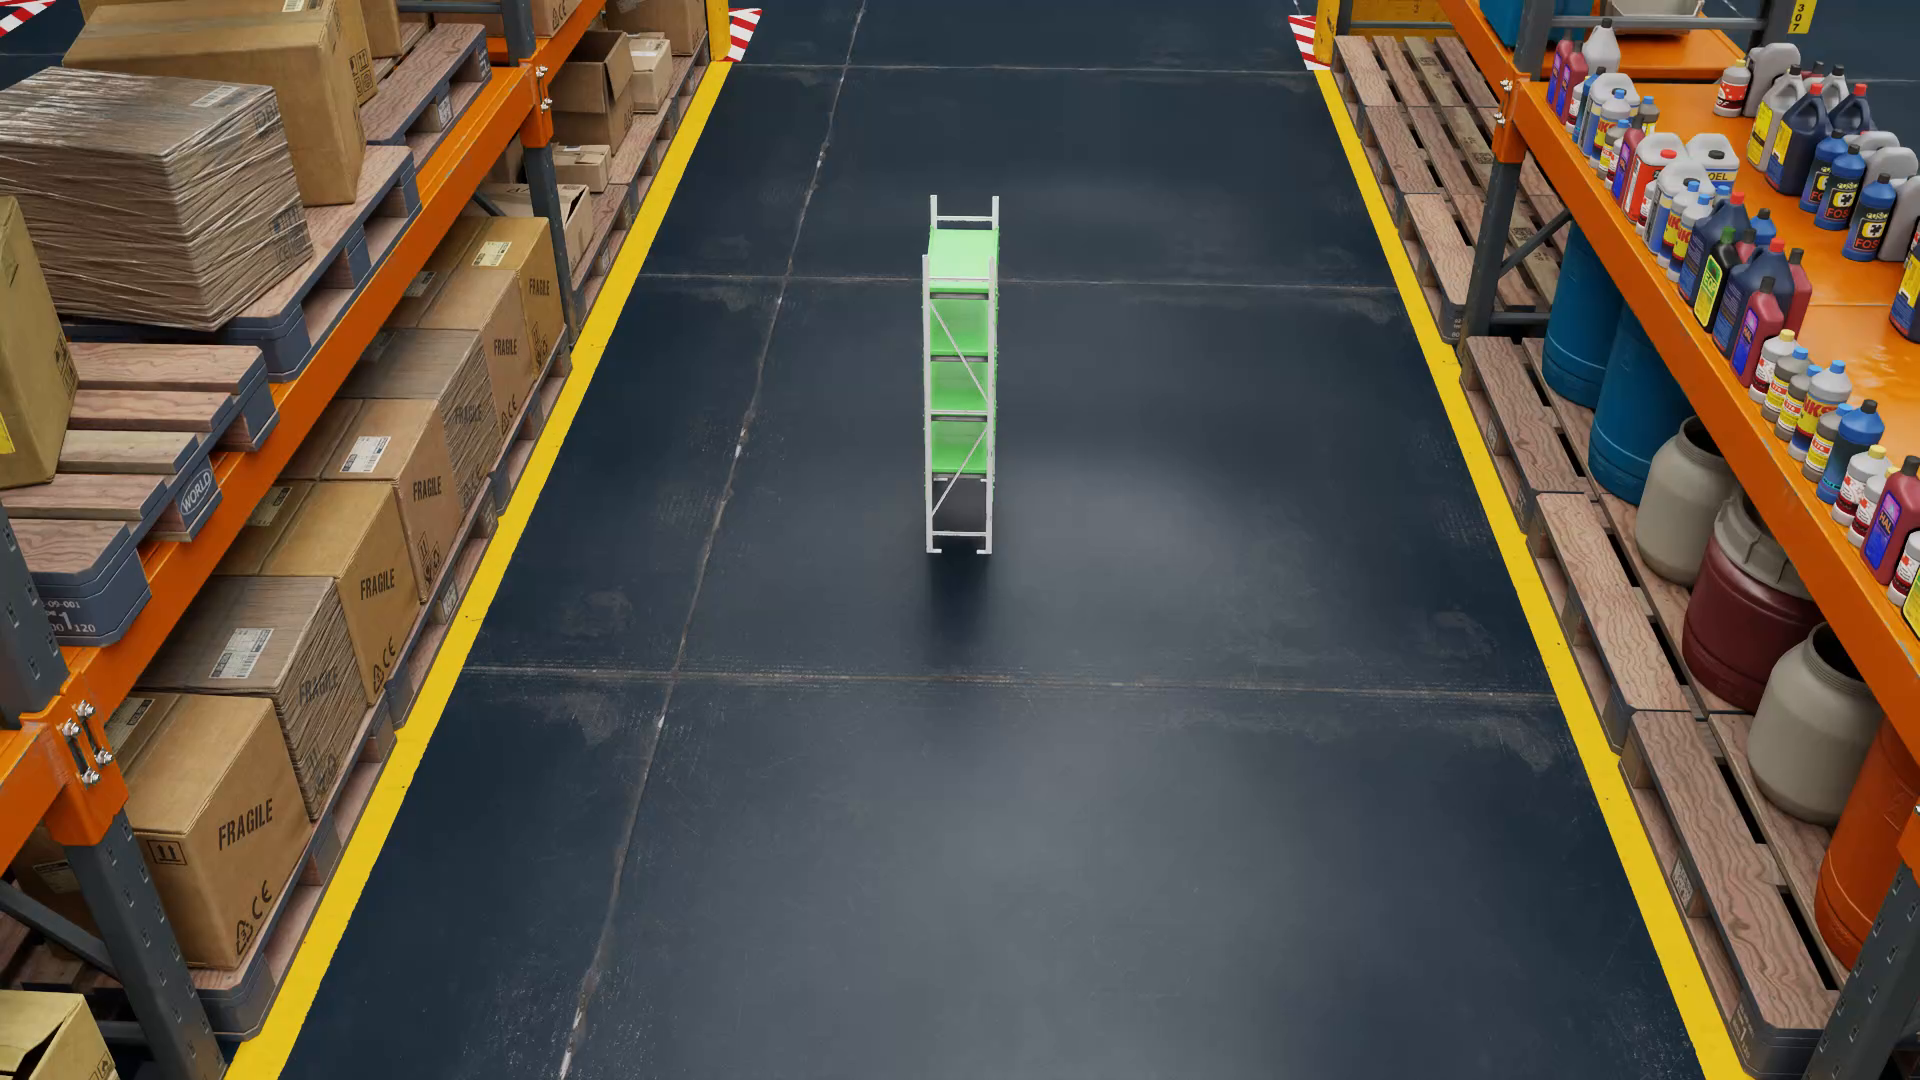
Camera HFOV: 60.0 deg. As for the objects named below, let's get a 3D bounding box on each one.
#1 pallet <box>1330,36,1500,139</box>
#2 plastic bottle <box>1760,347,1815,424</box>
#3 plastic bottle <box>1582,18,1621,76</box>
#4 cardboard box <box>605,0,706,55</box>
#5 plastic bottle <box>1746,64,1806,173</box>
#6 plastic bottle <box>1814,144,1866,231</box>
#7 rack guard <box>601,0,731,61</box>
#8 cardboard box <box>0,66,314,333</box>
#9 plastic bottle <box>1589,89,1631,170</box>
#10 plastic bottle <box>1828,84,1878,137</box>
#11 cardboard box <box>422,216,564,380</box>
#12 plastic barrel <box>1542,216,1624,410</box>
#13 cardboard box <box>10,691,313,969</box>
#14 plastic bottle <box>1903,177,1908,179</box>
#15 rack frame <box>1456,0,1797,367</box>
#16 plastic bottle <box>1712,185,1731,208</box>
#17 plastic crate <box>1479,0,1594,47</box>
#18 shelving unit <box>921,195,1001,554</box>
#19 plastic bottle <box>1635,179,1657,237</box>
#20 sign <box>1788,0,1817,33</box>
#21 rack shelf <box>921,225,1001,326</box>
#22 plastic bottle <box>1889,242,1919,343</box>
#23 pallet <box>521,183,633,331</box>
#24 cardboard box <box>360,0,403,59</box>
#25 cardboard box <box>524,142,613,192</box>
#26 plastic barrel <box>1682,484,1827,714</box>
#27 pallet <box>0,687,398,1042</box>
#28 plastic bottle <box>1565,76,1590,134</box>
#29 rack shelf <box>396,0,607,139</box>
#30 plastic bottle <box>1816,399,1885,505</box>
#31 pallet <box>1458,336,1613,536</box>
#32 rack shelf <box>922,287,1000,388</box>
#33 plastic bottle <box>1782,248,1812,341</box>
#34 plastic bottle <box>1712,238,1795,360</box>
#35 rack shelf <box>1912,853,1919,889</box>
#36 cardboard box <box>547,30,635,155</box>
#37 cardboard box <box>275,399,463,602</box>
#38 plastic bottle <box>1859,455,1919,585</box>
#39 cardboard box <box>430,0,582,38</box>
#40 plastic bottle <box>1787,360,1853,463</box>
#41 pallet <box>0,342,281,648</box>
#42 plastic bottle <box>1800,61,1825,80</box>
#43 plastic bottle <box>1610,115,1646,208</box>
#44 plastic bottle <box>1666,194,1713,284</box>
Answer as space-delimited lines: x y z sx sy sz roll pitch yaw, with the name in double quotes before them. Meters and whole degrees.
"pallet" 2.804 -2.702 9.911 1.003 0.211 1.213 1 35 2
"plastic bottle" 2.200 -0.414 4.404 0.097 0.201 0.097 0 35 0
"plastic bottle" 2.375 -1.779 6.216 0.144 0.351 0.185 1 35 2
"cardboard box" -1.849 -3.271 10.087 0.500 0.500 0.500 1 35 2
"plastic bottle" 2.861 -1.465 5.769 0.144 0.351 0.185 1 35 2
"plastic bottle" 2.856 -1.146 5.384 0.097 0.271 0.097 0 35 0
"rack guard" -2.077 -3.366 10.604 1.175 0.500 0.348 1 35 2
"cardboard box" -2.255 -0.934 4.518 0.700 0.500 0.500 8 36 11
"plastic bottle" 2.269 -1.432 5.790 0.097 0.271 0.097 0 35 0
"plastic bottle" 2.997 -1.355 5.613 0.144 0.351 0.185 1 35 2
"cardboard box" -1.968 -1.001 6.857 0.500 0.500 0.500 1 35 2
"plastic barrel" 2.676 -1.019 6.550 0.600 0.901 0.708 1 35 2
"cardboard box" -2.091 0.752 4.363 0.500 0.500 0.500 3 35 4
"plastic bottle" 3.004 -1.058 5.320 0.097 0.201 0.097 0 35 0
"rack frame" 2.715 -2.018 6.512 1.000 3.000 0.127 1 35 2
"plastic bottle" 2.394 -1.022 5.268 0.097 0.201 0.097 0 35 0
"plastic crate" 2.393 -2.312 6.892 0.392 0.384 0.575 1 35 2
"shelving unit" 0.007 -0.586 6.040 0.258 1.200 0.503 1 35 2
"plastic bottle" 2.246 -1.081 5.352 0.097 0.201 0.097 0 35 0
"sign" 3.264 -2.117 6.413 0.100 0.325 0.005 1 35 2
"rack shelf" 0.007 -0.926 5.801 0.258 0.148 0.480 1 35 2
"plastic bottle" 2.803 -0.755 4.758 0.144 0.351 0.185 1 35 2
"pallet" -2.206 -1.388 8.041 1.003 0.211 1.213 1 35 2
"cardboard box" -2.477 -2.080 6.148 0.700 0.500 0.500 -10 36 -14
"cardboard box" -1.977 -1.888 8.410 0.380 0.166 0.250 1 35 2
"plastic barrel" 2.602 0.165 5.138 0.600 0.588 0.708 1 35 2
"pallet" -2.327 0.877 4.819 1.003 0.211 1.213 1 35 2
"plastic bottle" 2.282 -1.592 6.079 0.097 0.201 0.097 0 35 0
"rack shelf" -2.154 -2.989 8.520 1.077 0.370 4.000 1 35 2
"plastic bottle" 2.184 -0.219 4.065 0.097 0.271 0.097 0 35 0
"pallet" 2.642 -0.434 6.684 1.003 0.211 1.213 1 35 2
"rack shelf" 0.007 -0.730 5.939 0.258 0.148 0.480 1 35 2
"plastic bottle" 2.342 -0.673 4.701 0.061 0.283 0.133 1 35 2
"plastic bottle" 2.238 -0.689 4.664 0.144 0.351 0.185 1 35 2
"rack shelf" 2.474 1.724 1.814 1.077 0.370 4.000 1 35 2
"cardboard box" -2.164 -2.372 8.805 0.797 0.503 0.637 1 35 2
"cardboard box" -2.035 -0.137 5.628 0.500 0.500 0.500 0 35 0
"plastic bottle" 2.153 -0.047 3.809 0.061 0.283 0.133 1 35 2
"cardboard box" -1.942 -2.462 7.057 0.500 0.500 0.500 2 35 3
"plastic bottle" 2.192 -0.331 4.224 0.097 0.271 0.097 0 35 0
"pallet" -2.438 -0.148 4.019 1.213 0.211 1.003 1 35 2
"plastic bottle" 3.058 -1.602 6.022 0.061 0.283 0.133 1 35 2
"plastic bottle" 2.238 -1.259 5.534 0.061 0.283 0.133 1 35 2
"plastic bottle" 2.233 -0.921 5.063 0.097 0.271 0.097 0 35 0
